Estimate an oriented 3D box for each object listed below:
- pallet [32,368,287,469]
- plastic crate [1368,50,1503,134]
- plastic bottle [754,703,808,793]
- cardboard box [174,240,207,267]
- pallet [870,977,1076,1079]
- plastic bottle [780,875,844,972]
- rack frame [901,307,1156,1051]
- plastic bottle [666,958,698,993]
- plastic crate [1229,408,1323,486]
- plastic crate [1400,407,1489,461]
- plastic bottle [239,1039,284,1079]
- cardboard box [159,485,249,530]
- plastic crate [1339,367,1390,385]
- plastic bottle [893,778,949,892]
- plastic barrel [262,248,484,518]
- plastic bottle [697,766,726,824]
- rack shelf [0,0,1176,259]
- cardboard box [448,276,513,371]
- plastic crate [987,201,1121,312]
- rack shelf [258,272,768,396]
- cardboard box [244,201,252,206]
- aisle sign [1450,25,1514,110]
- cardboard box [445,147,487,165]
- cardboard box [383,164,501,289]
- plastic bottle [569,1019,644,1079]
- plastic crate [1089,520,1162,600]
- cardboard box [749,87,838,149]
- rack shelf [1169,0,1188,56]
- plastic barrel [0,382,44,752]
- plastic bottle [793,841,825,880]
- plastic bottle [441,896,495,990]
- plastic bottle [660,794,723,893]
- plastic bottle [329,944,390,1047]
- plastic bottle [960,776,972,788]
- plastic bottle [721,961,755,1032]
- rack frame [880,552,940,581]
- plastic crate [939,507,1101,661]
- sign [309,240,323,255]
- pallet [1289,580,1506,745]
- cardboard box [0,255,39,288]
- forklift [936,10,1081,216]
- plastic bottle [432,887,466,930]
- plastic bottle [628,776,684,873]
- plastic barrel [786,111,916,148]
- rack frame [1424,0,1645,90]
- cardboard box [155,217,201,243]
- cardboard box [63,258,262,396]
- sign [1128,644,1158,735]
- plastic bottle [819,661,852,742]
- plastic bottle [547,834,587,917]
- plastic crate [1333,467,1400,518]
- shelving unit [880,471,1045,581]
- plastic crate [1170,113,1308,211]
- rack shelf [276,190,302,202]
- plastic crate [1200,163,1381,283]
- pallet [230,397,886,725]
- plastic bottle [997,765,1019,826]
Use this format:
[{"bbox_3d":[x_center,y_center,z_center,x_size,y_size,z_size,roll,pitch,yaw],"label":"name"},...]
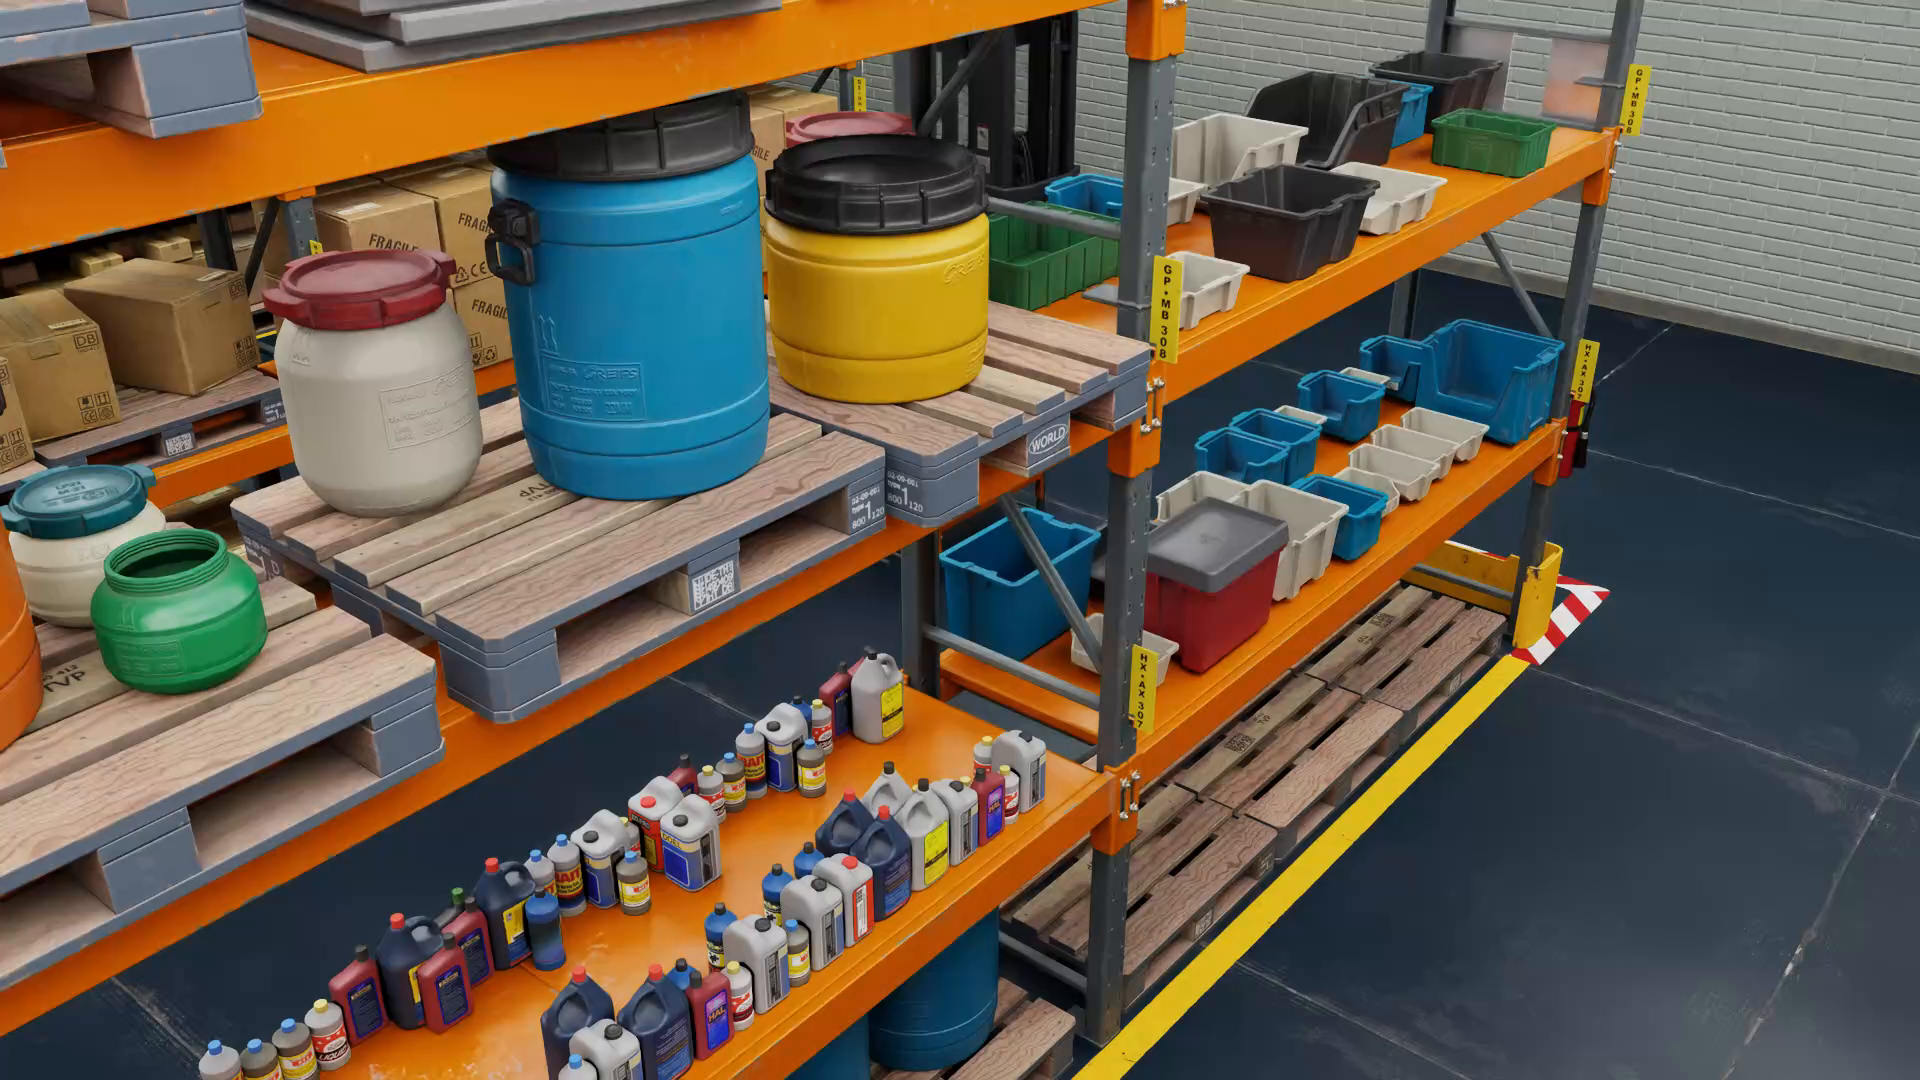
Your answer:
[{"bbox_3d":[-4.209,-0.638,8.427,1.003,0.211,1.213,21,34,34],"label":"pallet"},{"bbox_3d":[2.287,-2.163,8.044,0.497,0.269,0.590,21,34,34],"label":"plastic crate"},{"bbox_3d":[-0.618,0.712,5.744,0.152,0.276,0.135,21,34,34],"label":"plastic bottle"},{"bbox_3d":[-6.237,-2.091,13.290,0.700,0.500,0.500,22,34,36],"label":"cardboard box"},{"bbox_3d":[-0.320,1.975,6.203,1.003,0.211,1.213,21,34,34],"label":"pallet"},{"bbox_3d":[-0.437,1.120,4.955,0.152,0.276,0.135,21,34,34],"label":"plastic bottle"},{"bbox_3d":[0.203,0.475,6.068,1.000,3.000,0.127,21,34,34],"label":"rack frame"},{"bbox_3d":[-0.769,1.283,4.646,0.097,0.271,0.097,0,27,0],"label":"plastic bottle"},{"bbox_3d":[1.499,-0.438,7.948,0.416,0.233,0.300,21,34,34],"label":"plastic crate"},{"bbox_3d":[2.368,-0.511,8.195,0.396,0.136,0.243,21,34,34],"label":"plastic crate"},{"bbox_3d":[-1.869,1.423,4.451,0.097,0.201,0.097,0,27,0],"label":"plastic bottle"},{"bbox_3d":[-4.113,0.041,9.148,0.500,0.500,0.500,19,33,32],"label":"cardboard box"},{"bbox_3d":[2.068,-0.772,8.700,0.250,0.136,0.298,21,34,34],"label":"plastic crate"},{"bbox_3d":[-0.129,0.918,5.264,0.144,0.351,0.185,21,34,34],"label":"plastic bottle"},{"bbox_3d":[-1.330,-0.359,3.810,0.433,0.535,0.433,0,27,0],"label":"plastic barrel"},{"bbox_3d":[-0.837,0.848,5.563,0.097,0.201,0.097,0,27,0],"label":"plastic bottle"},{"bbox_3d":[-1.069,-0.984,3.576,1.077,0.370,4.000,21,34,34],"label":"rack shelf"},{"bbox_3d":[-2.759,-1.302,9.394,0.500,0.500,0.500,21,34,35],"label":"cardboard box"},{"bbox_3d":[0.239,-1.002,5.888,0.450,0.188,0.662,21,34,34],"label":"plastic crate"},{"bbox_3d":[-2.345,-1.364,10.405,1.077,0.370,4.000,21,34,34],"label":"rack shelf"},{"bbox_3d":[-5.821,-2.760,13.879,0.380,0.149,0.250,21,34,35],"label":"cardboard box"},{"bbox_3d":[2.564,-2.210,8.429,0.394,0.787,0.004,21,34,34],"label":"aisle sign"},{"bbox_3d":[-2.851,-2.079,9.807,0.500,0.500,0.500,21,34,35],"label":"cardboard box"},{"bbox_3d":[-2.772,-1.731,9.134,0.500,0.500,0.500,20,33,33],"label":"cardboard box"},{"bbox_3d":[-0.935,1.397,4.419,0.152,0.276,0.135,21,34,34],"label":"plastic bottle"},{"bbox_3d":[0.708,0.095,7.036,0.437,0.125,0.590,21,34,34],"label":"plastic crate"},{"bbox_3d":[-1.144,-2.643,10.897,0.500,0.500,0.500,20,34,34],"label":"cardboard box"},{"bbox_3d":[1.475,-2.402,6.317,1.077,0.370,4.000,21,34,34],"label":"rack shelf"},{"bbox_3d":[-1.978,-0.017,2.829,0.600,0.830,0.708,21,34,34],"label":"plastic barrel"},{"bbox_3d":[-0.460,1.045,5.106,0.097,0.271,0.097,0,27,0],"label":"plastic bottle"},{"bbox_3d":[-1.437,1.176,4.839,0.061,0.283,0.133,21,34,34],"label":"plastic bottle"},{"bbox_3d":[-0.857,0.955,5.274,0.152,0.276,0.135,21,34,34],"label":"plastic bottle"},{"bbox_3d":[-1.686,1.271,4.655,0.061,0.283,0.133,21,34,34],"label":"plastic bottle"},{"bbox_3d":[0.017,0.876,5.509,0.097,0.201,0.097,0,27,0],"label":"plastic bottle"},{"bbox_3d":[-0.637,1.285,4.719,0.097,0.201,0.097,0,27,0],"label":"plastic bottle"},{"bbox_3d":[-0.319,-0.322,9.648,0.500,1.125,0.032,21,34,34],"label":"rack frame"},{"bbox_3d":[0.237,0.190,6.570,0.392,0.384,0.575,21,34,34],"label":"plastic crate"},{"bbox_3d":[-3.186,-1.328,8.292,0.100,0.325,0.005,21,34,34],"label":"sign"},{"bbox_3d":[2.193,0.576,8.907,1.003,0.211,1.213,21,34,34],"label":"pallet"},{"bbox_3d":[-7.132,-2.027,12.461,0.380,0.149,0.250,21,34,34],"label":"cardboard box"},{"bbox_3d":[0.073,-2.989,12.837,3.031,2.935,1.130,22,35,36],"label":"forklift"},{"bbox_3d":[-1.484,1.159,4.873,0.061,0.283,0.133,21,34,34],"label":"plastic bottle"},{"bbox_3d":[-0.974,0.911,5.360,0.152,0.276,0.135,21,34,34],"label":"plastic bottle"},{"bbox_3d":[-0.325,-0.991,5.032,0.433,0.535,0.433,0,27,0],"label":"plastic barrel"},{"bbox_3d":[2.747,-3.608,7.431,1.000,3.000,0.127,21,34,34],"label":"rack frame"},{"bbox_3d":[-6.307,-2.489,13.354,0.380,0.149,0.250,20,33,34],"label":"cardboard box"},{"bbox_3d":[-4.091,-1.103,8.551,0.700,0.500,0.500,9,29,18],"label":"cardboard box"},{"bbox_3d":[0.626,0.513,5.692,0.100,0.325,0.005,21,34,34],"label":"sign"},{"bbox_3d":[-0.444,0.579,5.993,0.061,0.283,0.133,21,34,34],"label":"plastic bottle"},{"bbox_3d":[-1.217,1.028,5.138,0.097,0.271,0.097,0,27,0],"label":"plastic bottle"},{"bbox_3d":[1.840,-0.196,7.586,0.298,0.136,0.250,21,34,34],"label":"plastic crate"},{"bbox_3d":[0.004,-0.502,9.996,0.538,1.125,1.048,21,34,34],"label":"shelving unit"},{"bbox_3d":[1.099,-1.528,6.803,0.437,0.282,0.530,21,34,34],"label":"plastic crate"},{"bbox_3d":[-4.889,-1.278,6.974,1.077,0.370,4.000,21,34,34],"label":"rack shelf"},{"bbox_3d":[1.205,-1.160,6.105,0.497,0.269,0.590,21,34,34],"label":"plastic crate"},{"bbox_3d":[-0.939,-0.064,4.051,1.003,0.211,1.213,21,34,34],"label":"pallet"},{"bbox_3d":[0.149,0.846,5.566,0.097,0.201,0.097,0,27,0],"label":"plastic bottle"}]
